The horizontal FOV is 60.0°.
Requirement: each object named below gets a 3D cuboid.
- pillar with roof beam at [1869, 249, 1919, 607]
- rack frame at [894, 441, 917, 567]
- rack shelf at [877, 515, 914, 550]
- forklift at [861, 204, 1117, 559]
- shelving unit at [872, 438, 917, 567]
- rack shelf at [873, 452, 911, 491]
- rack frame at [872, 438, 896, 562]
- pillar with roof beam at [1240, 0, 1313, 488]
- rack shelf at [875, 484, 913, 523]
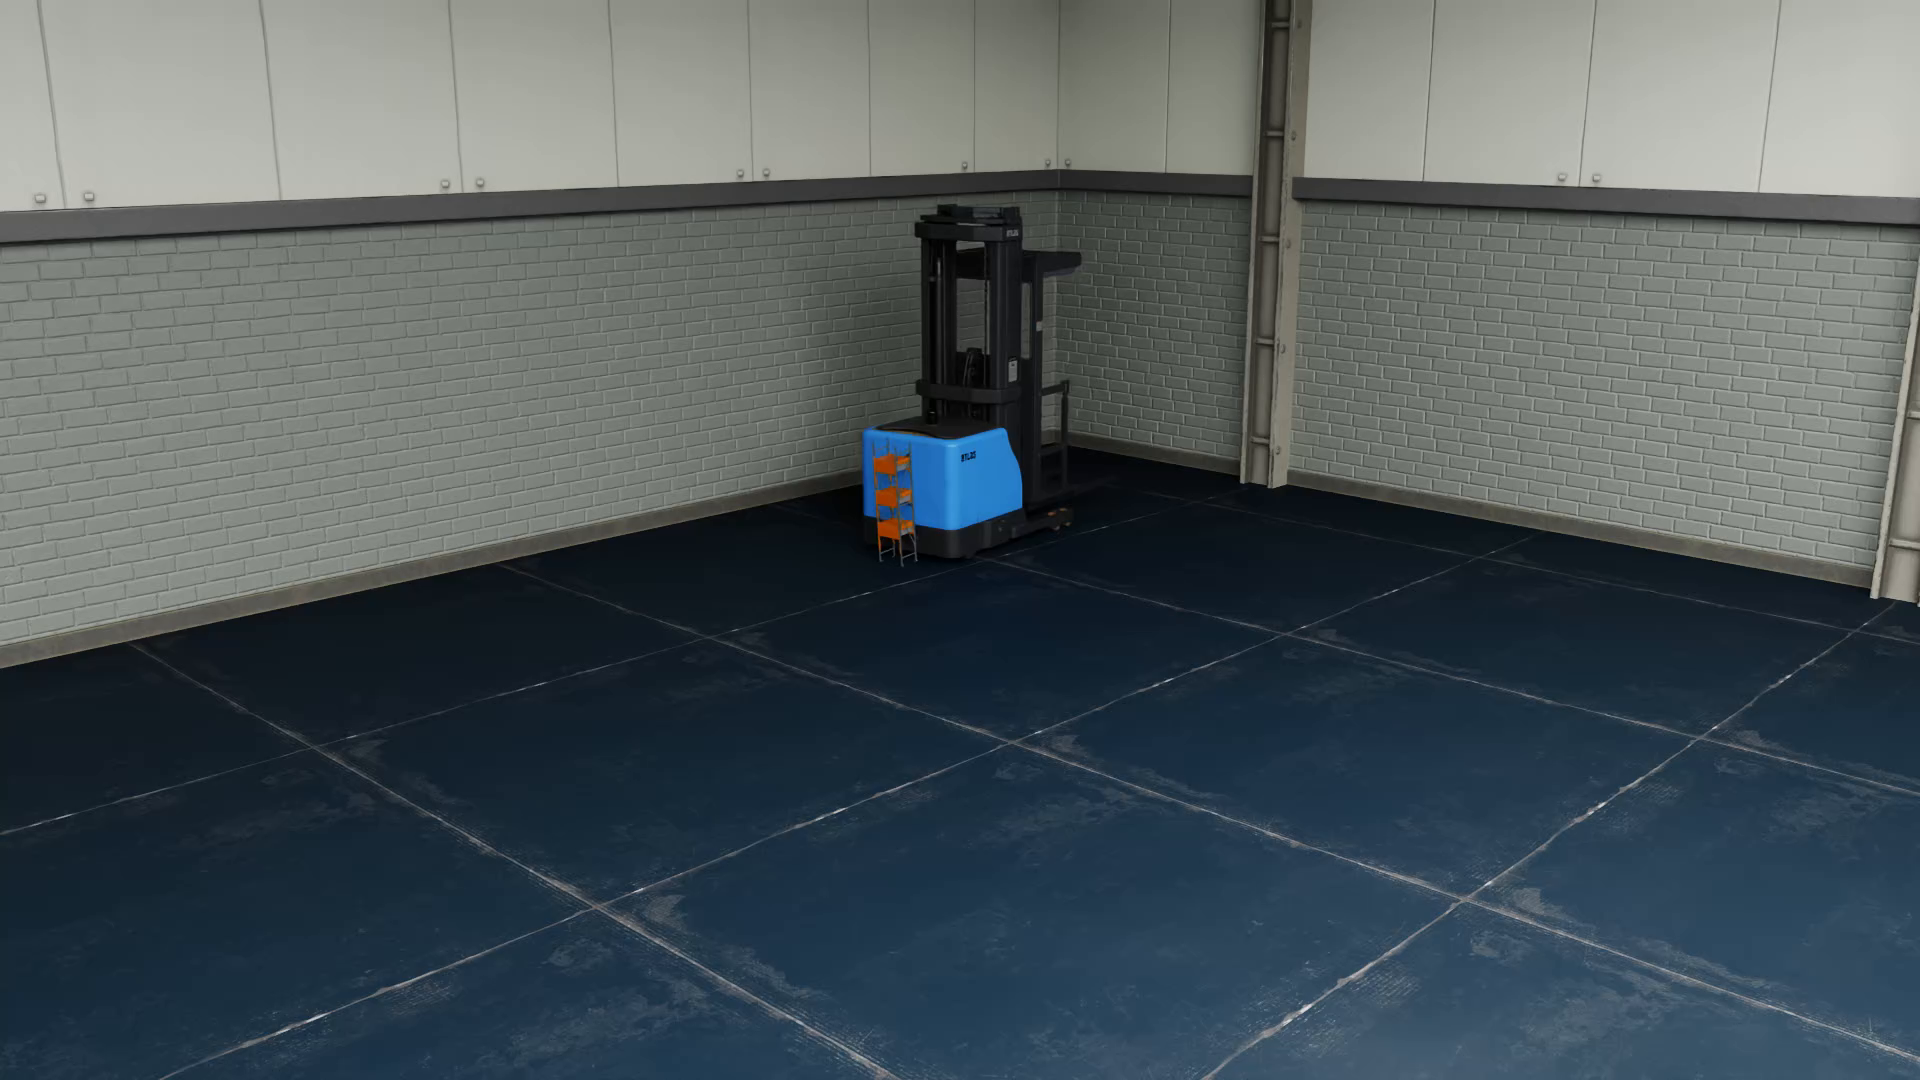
[{"bbox_3d":[4.472,-3.111,9.026,0.400,9.000,9.100,14,20,42],"label":"pillar with roof beam"},{"bbox_3d":[-0.456,-0.301,13.976,0.008,1.050,0.200,11,22,38],"label":"rack frame"},{"bbox_3d":[-0.538,-0.045,14.138,0.240,0.259,0.215,11,22,38],"label":"rack shelf"},{"bbox_3d":[0.402,-1.572,15.152,1.130,2.935,3.031,10,18,34],"label":"forklift"},{"bbox_3d":[-0.551,-0.320,14.051,0.252,1.050,0.215,11,22,38],"label":"shelving unit"},{"bbox_3d":[-0.563,-0.580,13.969,0.240,0.259,0.215,11,22,38],"label":"rack shelf"},{"bbox_3d":[-0.645,-0.339,14.126,0.008,1.050,0.200,11,22,38],"label":"rack frame"},{"bbox_3d":[0.152,-4.161,13.056,0.400,9.000,9.100,14,20,42],"label":"pillar with roof beam"},{"bbox_3d":[-0.550,-0.310,14.054,0.240,0.259,0.215,11,22,38],"label":"rack shelf"}]
